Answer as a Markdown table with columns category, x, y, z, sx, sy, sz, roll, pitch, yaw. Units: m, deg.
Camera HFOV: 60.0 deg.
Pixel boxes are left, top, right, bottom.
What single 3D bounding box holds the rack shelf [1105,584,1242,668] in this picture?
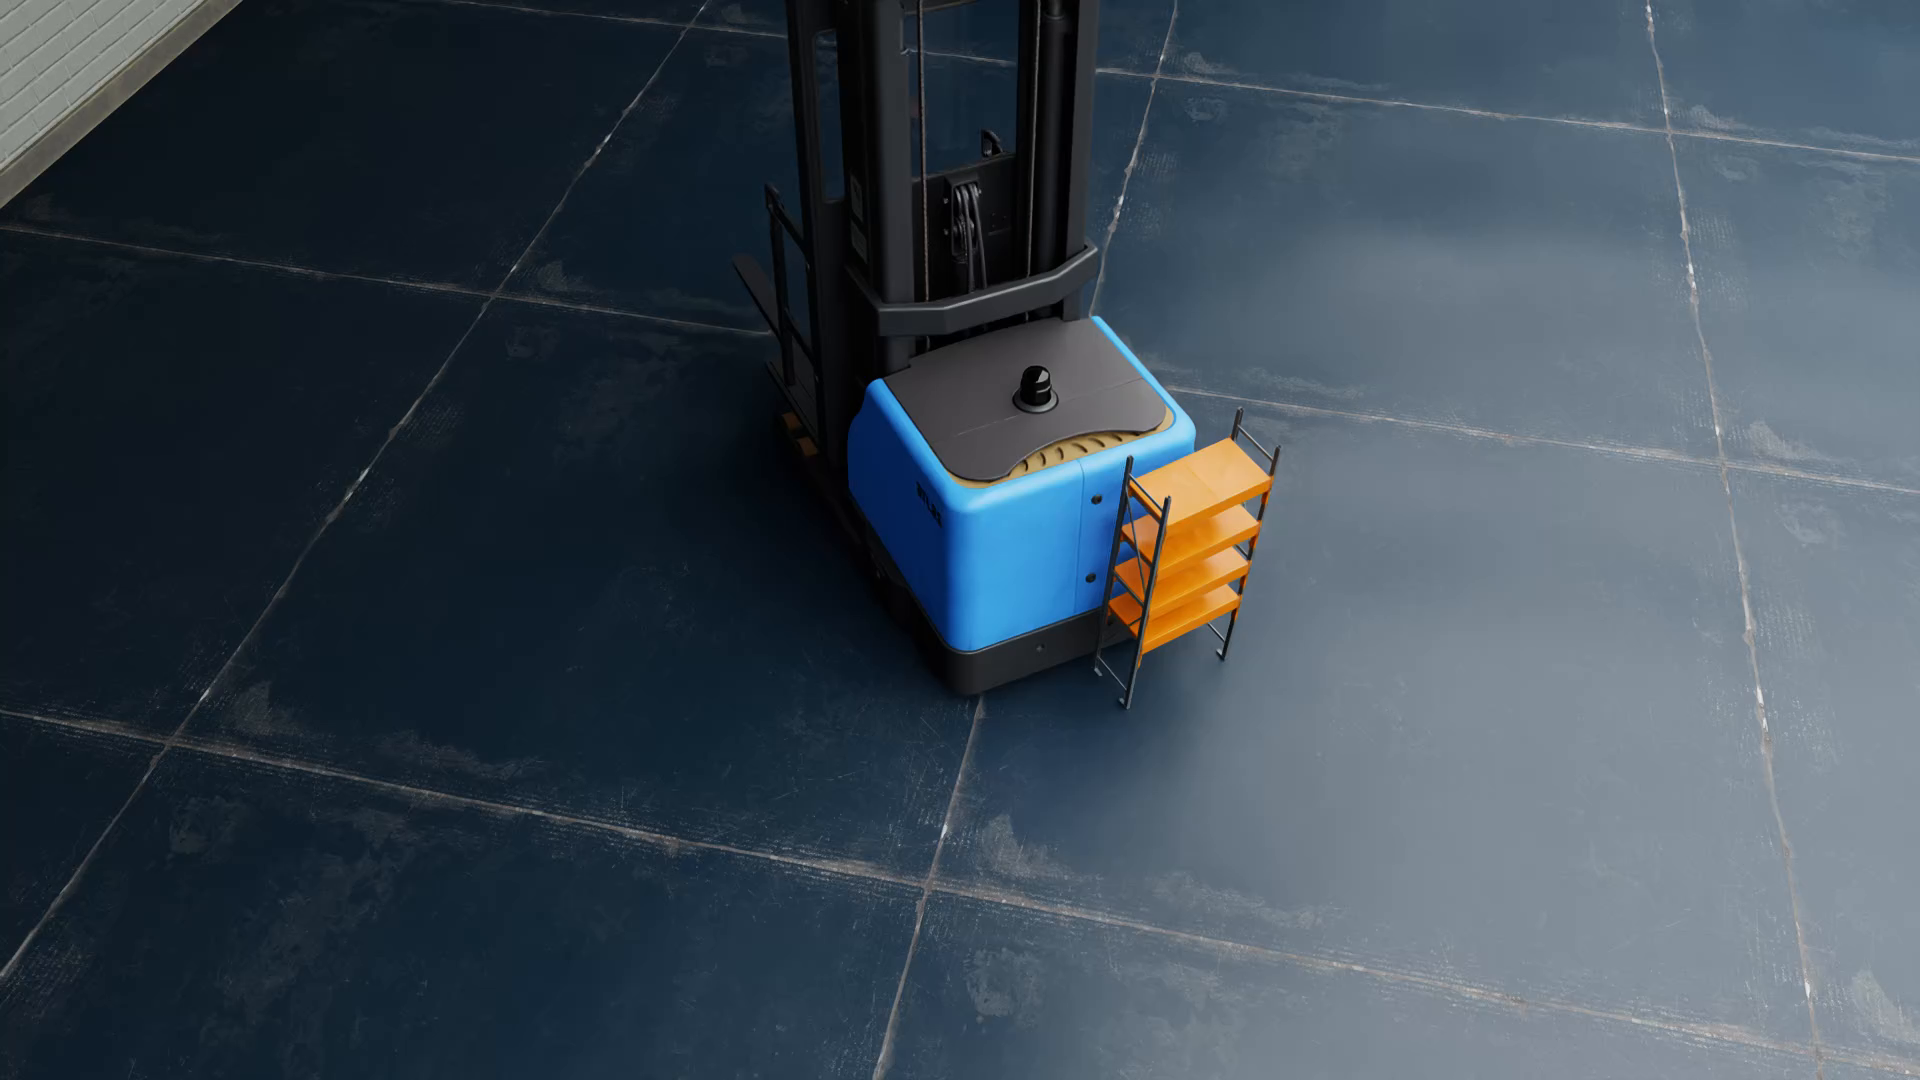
| category | x | y | z | sx | sy | sz | roll | pitch | yaw |
| --- | --- | --- | --- | --- | --- | --- | --- | --- | --- |
| rack shelf | 0.816 | 0.271 | 6.431 | 0.480 | 0.148 | 0.258 | -24 | 54 | -23 |

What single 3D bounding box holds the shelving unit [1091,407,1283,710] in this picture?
| category | x | y | z | sx | sy | sz | roll | pitch | yaw |
| --- | --- | --- | --- | --- | --- | --- | --- | --- | --- |
| shelving unit | 0.828 | 0.094 | 6.233 | 0.503 | 1.200 | 0.258 | -24 | 54 | -23 |

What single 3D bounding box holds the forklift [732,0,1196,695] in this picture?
| category | x | y | z | sx | sy | sz | roll | pitch | yaw |
| --- | --- | --- | --- | --- | --- | --- | --- | --- | --- |
| forklift | -0.198 | -1.479 | 6.634 | 1.130 | 2.935 | 3.031 | -18 | 47 | -18 |

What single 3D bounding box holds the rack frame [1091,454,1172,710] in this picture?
| category | x | y | z | sx | sy | sz | roll | pitch | yaw |
| --- | --- | --- | --- | --- | --- | --- | --- | --- | --- |
| rack frame | 0.622 | 0.184 | 6.140 | 0.015 | 1.200 | 0.240 | -24 | 54 | -23 |

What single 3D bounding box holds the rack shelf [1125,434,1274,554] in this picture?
| category | x | y | z | sx | sy | sz | roll | pitch | yaw |
| --- | --- | --- | --- | --- | --- | --- | --- | --- | --- |
| rack shelf | 0.846 | -0.169 | 5.941 | 0.480 | 0.148 | 0.258 | -24 | 54 | -23 |

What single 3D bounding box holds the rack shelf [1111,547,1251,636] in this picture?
| category | x | y | z | sx | sy | sz | roll | pitch | yaw |
| --- | --- | --- | --- | --- | --- | --- | --- | --- | --- |
| rack shelf | 0.825 | 0.138 | 6.283 | 0.480 | 0.148 | 0.258 | -24 | 54 | -23 |

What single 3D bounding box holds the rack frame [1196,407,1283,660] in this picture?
| category | x | y | z | sx | sy | sz | roll | pitch | yaw |
| --- | --- | --- | --- | --- | --- | --- | --- | --- | --- |
| rack frame | 1.035 | 0.003 | 6.327 | 0.015 | 1.200 | 0.240 | -24 | 54 | -23 |

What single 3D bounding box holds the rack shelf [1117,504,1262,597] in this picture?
| category | x | y | z | sx | sy | sz | roll | pitch | yaw |
| --- | --- | --- | --- | --- | --- | --- | --- | --- | --- |
| rack shelf | 0.835 | -0.011 | 6.117 | 0.480 | 0.148 | 0.258 | -24 | 54 | -23 |
